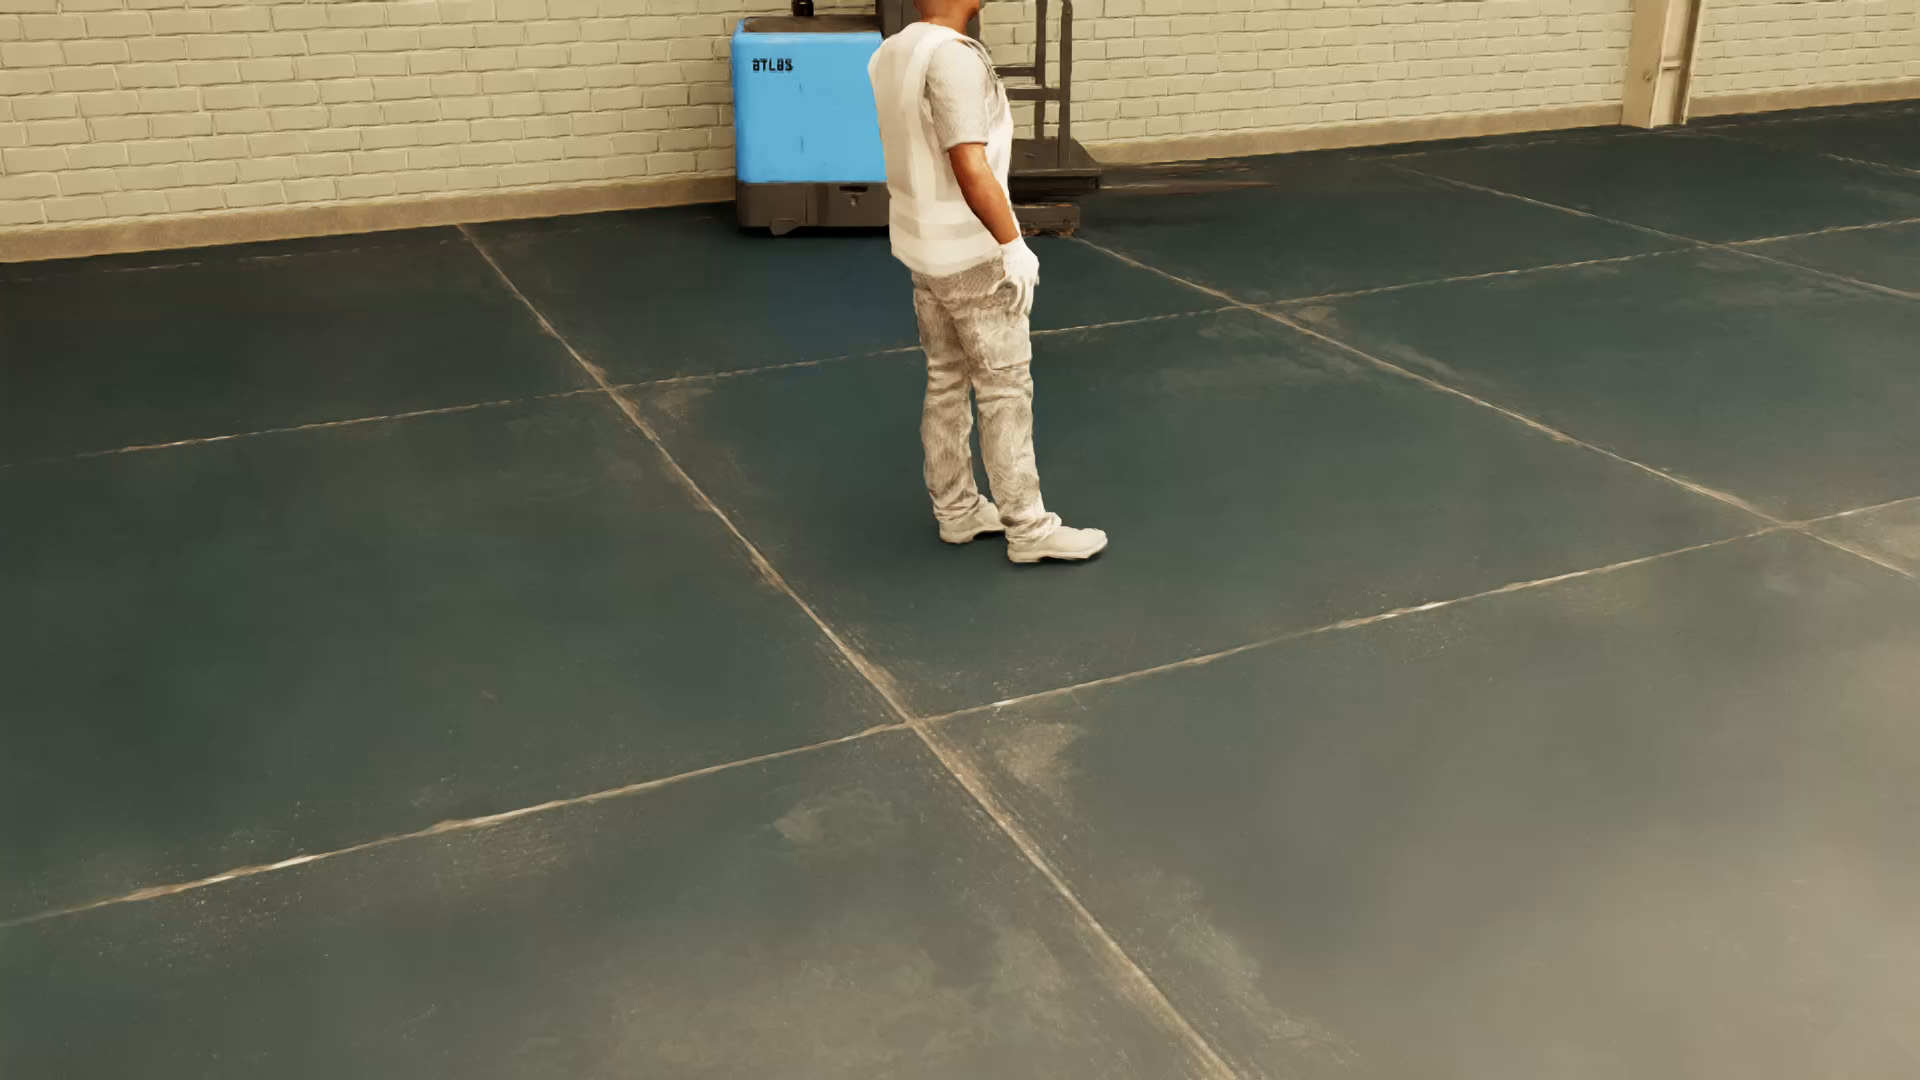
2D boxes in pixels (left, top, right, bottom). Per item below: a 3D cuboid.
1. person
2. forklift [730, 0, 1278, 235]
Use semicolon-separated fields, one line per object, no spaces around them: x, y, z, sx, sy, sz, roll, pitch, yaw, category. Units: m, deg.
0.069;-0.839;4.784;0.576;1.782;0.655;-10;25;-23;person
0.254;-3.228;9.057;3.031;2.935;1.130;-2;23;-5;forklift
